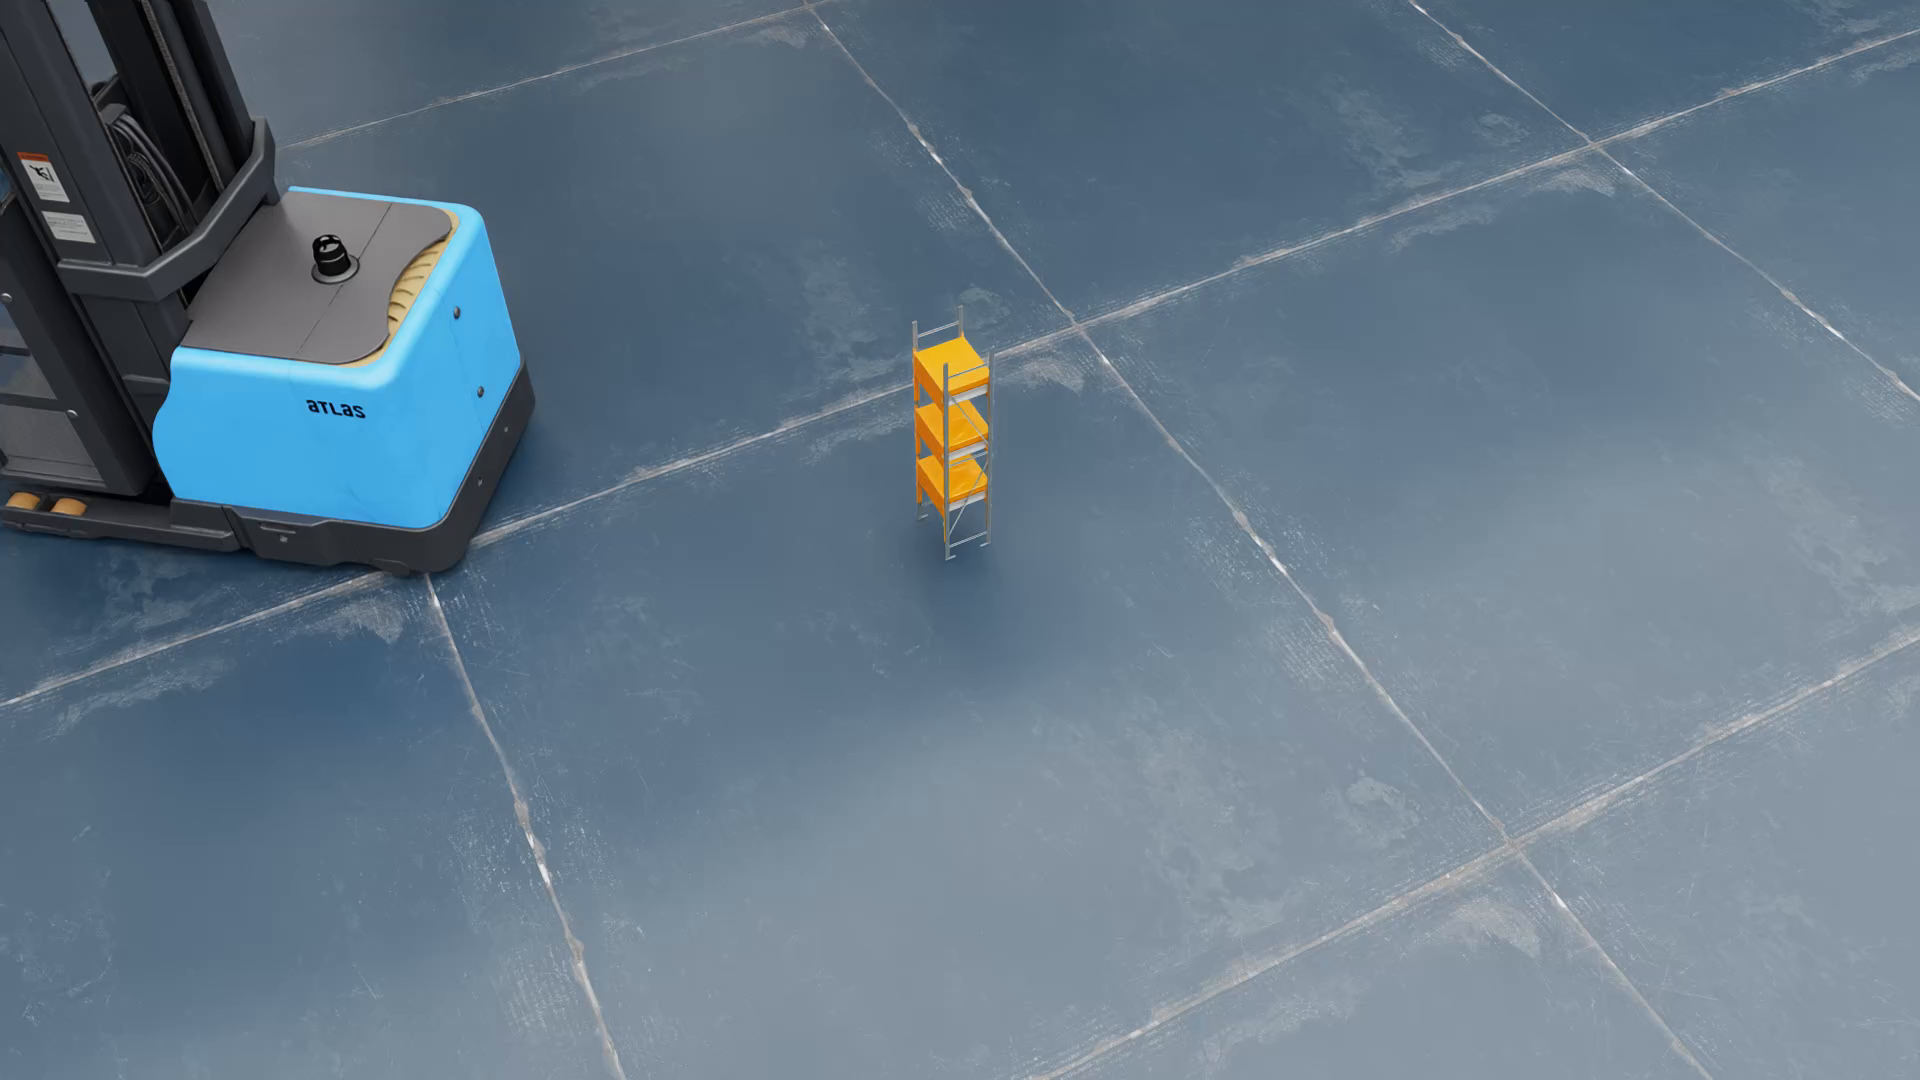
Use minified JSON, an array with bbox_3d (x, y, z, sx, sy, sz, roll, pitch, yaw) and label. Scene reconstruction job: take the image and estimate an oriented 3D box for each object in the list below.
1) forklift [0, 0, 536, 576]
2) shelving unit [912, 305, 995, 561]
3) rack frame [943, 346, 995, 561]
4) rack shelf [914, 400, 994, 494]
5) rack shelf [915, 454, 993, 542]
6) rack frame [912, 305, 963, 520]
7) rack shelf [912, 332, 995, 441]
[{"bbox_3d":[-3.365,-1.358,5.883,3.031,2.935,1.130,7,49,6],"label":"forklift"},{"bbox_3d":[-0.024,-0.381,6.279,0.215,1.050,0.252,-21,52,-18],"label":"shelving unit"},{"bbox_3d":[0.031,-0.300,6.207,0.200,1.050,0.008,-21,52,-18],"label":"rack frame"},{"bbox_3d":[-0.024,-0.374,6.287,0.215,0.259,0.240,-21,52,-18],"label":"rack shelf"},{"bbox_3d":[-0.024,-0.191,6.496,0.215,0.259,0.240,-21,52,-18],"label":"rack shelf"},{"bbox_3d":[-0.080,-0.463,6.350,0.200,1.050,0.008,-21,52,-18],"label":"rack frame"},{"bbox_3d":[-0.024,-0.561,6.073,0.215,0.259,0.240,-21,52,-18],"label":"rack shelf"}]
